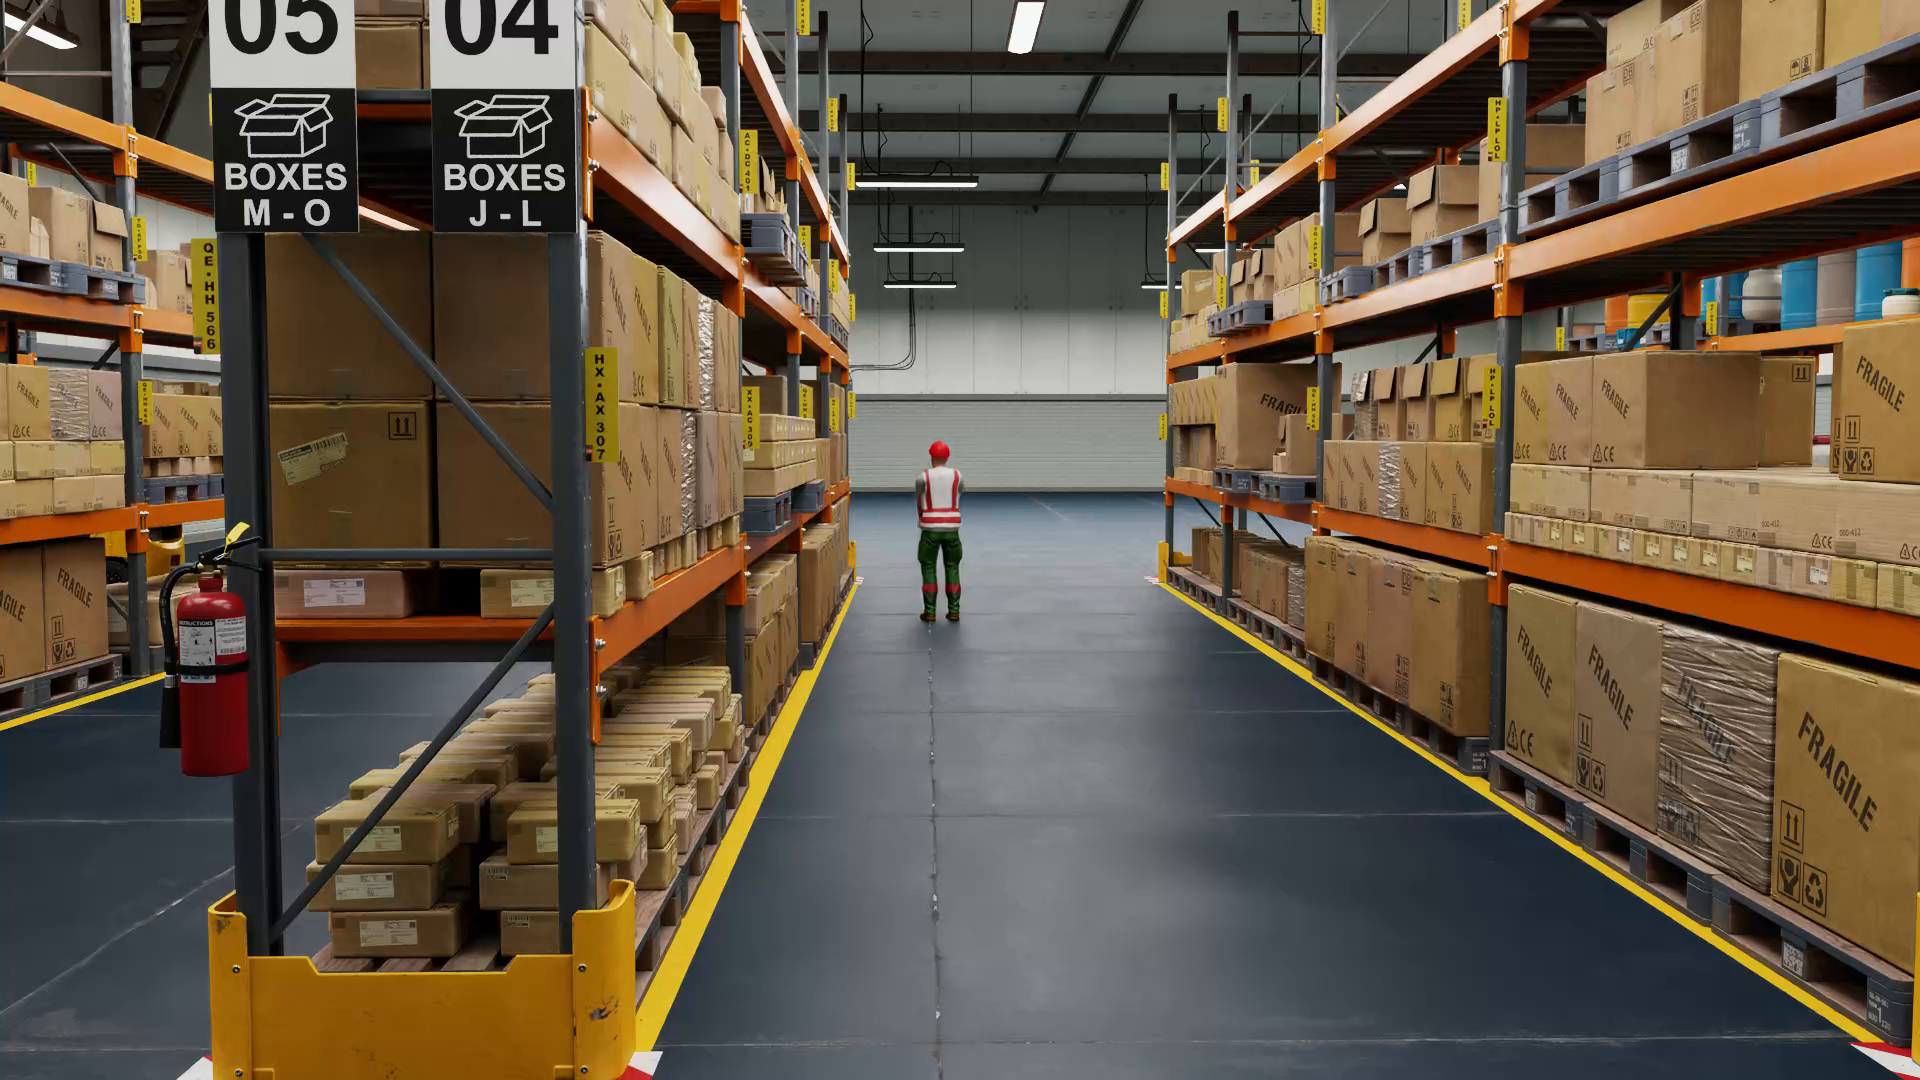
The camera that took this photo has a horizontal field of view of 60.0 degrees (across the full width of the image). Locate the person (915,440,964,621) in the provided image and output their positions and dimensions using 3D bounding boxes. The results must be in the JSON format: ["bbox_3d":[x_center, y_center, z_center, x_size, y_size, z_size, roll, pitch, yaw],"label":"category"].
[{"bbox_3d":[-0.226,-0.103,16.601,0.494,1.784,0.554,-1,4,-12],"label":"person"}]
